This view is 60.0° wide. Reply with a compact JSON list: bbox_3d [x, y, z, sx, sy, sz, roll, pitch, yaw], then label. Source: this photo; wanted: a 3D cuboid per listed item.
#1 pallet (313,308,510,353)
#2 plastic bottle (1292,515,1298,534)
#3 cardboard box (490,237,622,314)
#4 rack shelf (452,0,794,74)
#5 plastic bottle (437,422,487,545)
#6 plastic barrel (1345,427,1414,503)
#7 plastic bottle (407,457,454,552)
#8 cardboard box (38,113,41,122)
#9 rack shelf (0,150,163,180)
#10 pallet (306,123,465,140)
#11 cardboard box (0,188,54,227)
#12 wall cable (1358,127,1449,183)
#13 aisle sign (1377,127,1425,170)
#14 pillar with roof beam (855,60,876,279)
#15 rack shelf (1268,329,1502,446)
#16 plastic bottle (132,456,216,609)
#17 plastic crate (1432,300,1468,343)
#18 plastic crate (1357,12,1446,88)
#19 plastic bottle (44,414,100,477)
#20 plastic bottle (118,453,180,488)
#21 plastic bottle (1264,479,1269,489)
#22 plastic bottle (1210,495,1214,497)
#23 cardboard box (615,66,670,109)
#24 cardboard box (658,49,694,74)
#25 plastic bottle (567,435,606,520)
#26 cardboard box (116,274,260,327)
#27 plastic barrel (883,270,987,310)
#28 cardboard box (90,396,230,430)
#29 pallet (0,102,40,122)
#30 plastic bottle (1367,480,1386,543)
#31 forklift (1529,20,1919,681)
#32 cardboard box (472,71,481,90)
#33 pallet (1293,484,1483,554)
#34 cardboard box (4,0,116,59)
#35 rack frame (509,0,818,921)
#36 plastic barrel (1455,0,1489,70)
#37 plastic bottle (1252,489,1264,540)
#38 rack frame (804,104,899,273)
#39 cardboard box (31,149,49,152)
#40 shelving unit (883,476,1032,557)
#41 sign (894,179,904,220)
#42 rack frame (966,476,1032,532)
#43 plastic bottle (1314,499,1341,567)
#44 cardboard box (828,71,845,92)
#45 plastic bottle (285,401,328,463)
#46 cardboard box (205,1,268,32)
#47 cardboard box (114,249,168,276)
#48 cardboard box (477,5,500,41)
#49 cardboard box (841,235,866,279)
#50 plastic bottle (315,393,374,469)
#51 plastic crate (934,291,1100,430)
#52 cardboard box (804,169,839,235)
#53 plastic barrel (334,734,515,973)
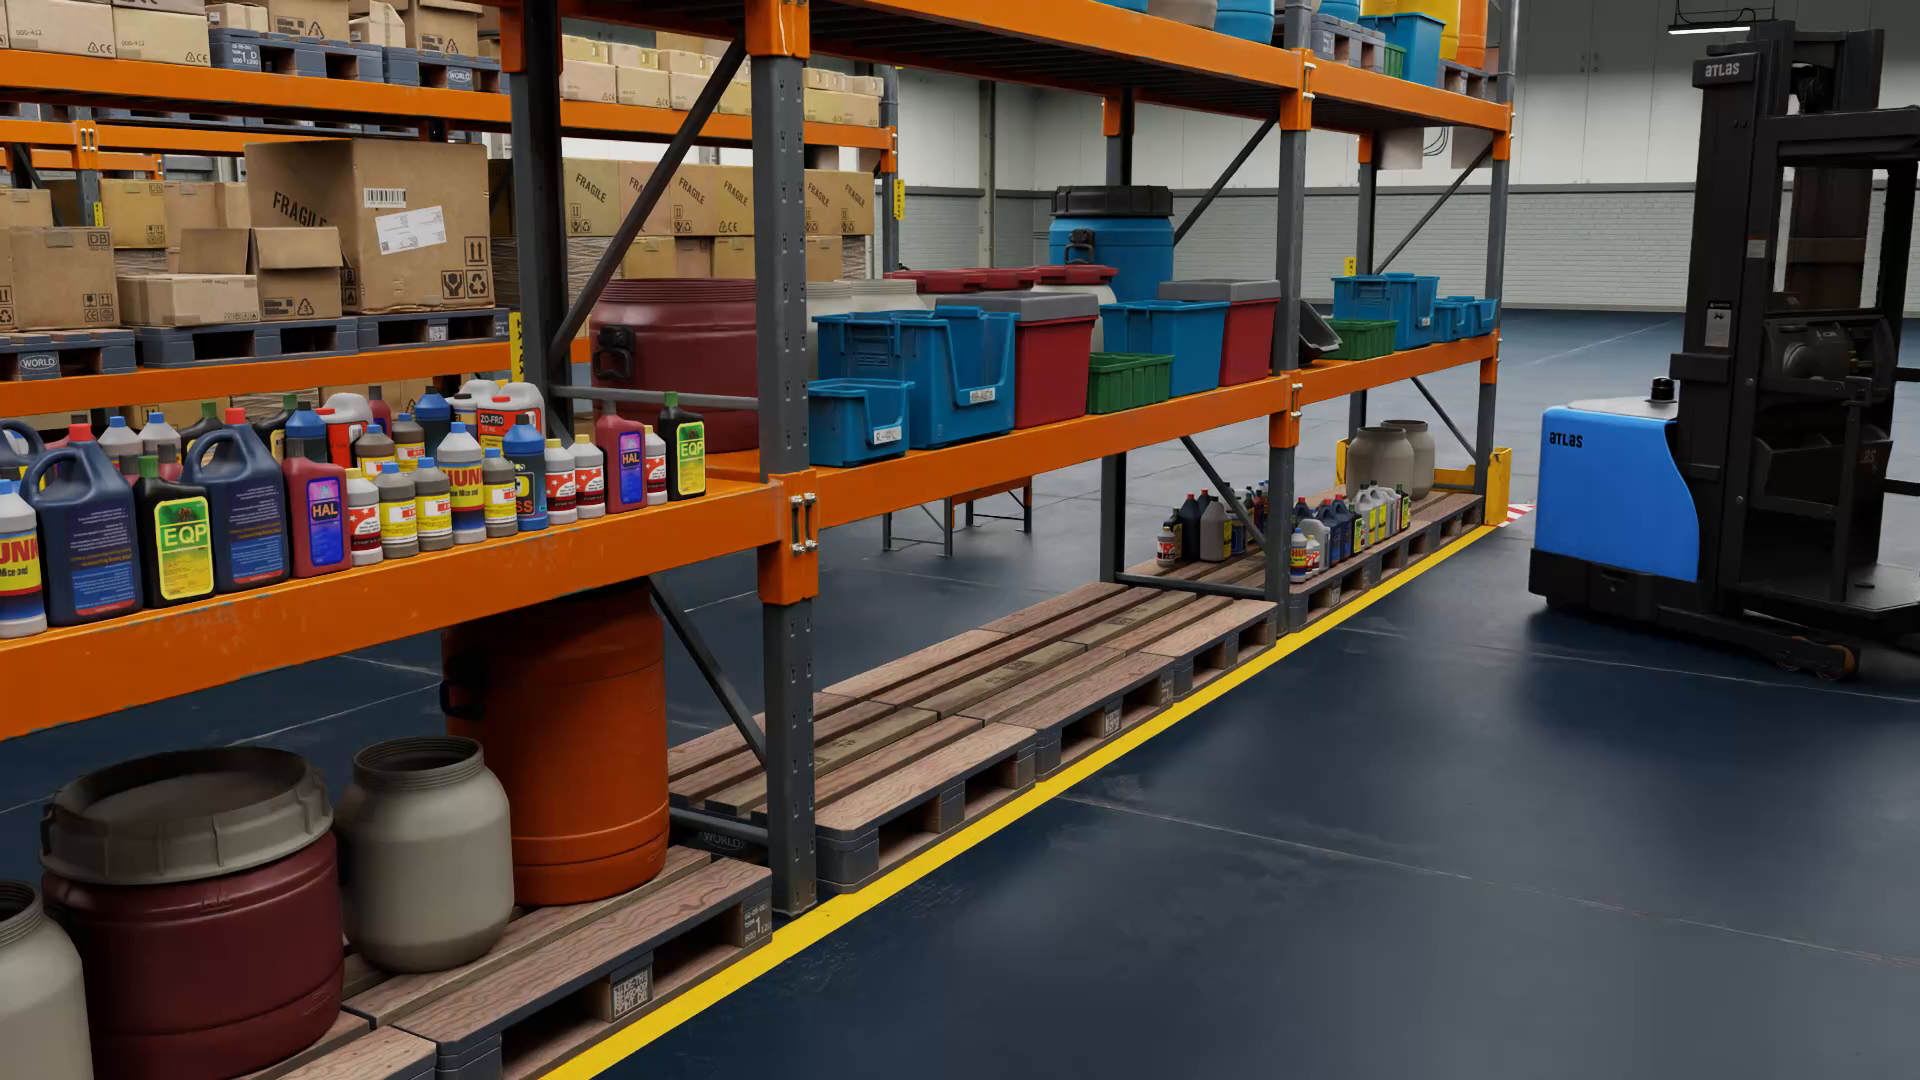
[{"bbox_3d":[-3.564,-1.314,10.259,1.003,0.211,1.213,6,12,31],"label":"pallet"},{"bbox_3d":[1.783,0.005,8.874,0.061,0.283,0.133,6,12,31],"label":"plastic bottle"},{"bbox_3d":[-2.757,-1.775,11.119,0.875,0.500,0.500,6,12,31],"label":"cardboard box"},{"bbox_3d":[-1.925,-1.219,3.031,1.077,0.370,4.000,6,12,31],"label":"rack shelf"},{"bbox_3d":[-1.130,-0.131,3.767,0.097,0.271,0.097,0,11,0],"label":"plastic bottle"},{"bbox_3d":[2.730,-0.465,10.819,0.421,0.512,0.421,0,11,0],"label":"plastic barrel"},{"bbox_3d":[-1.180,-0.081,3.691,0.097,0.201,0.097,0,11,0],"label":"plastic bottle"},{"bbox_3d":[-9.999,-4.370,17.509,0.500,0.250,0.500,7,13,32],"label":"cardboard box"},{"bbox_3d":[-10.475,-3.897,17.336,1.077,0.370,4.000,6,12,31],"label":"rack shelf"},{"bbox_3d":[-5.529,-3.947,15.889,1.003,0.211,1.213,6,12,31],"label":"pallet"},{"bbox_3d":[-7.483,-2.467,12.904,0.700,0.500,0.500,6,12,30],"label":"cardboard box"},{"bbox_3d":[11.528,-12.307,42.910,2.305,6.003,0.169,6,12,31],"label":"wall cable"},{"bbox_3d":[3.054,-2.988,11.612,0.394,0.787,0.004,6,12,31],"label":"aisle sign"},{"bbox_3d":[1.327,-9.853,39.044,9.100,9.000,0.548,6,12,31],"label":"pillar with roof beam"},{"bbox_3d":[2.228,-1.003,10.028,1.077,0.370,4.000,6,12,31],"label":"rack shelf"},{"bbox_3d":[-1.491,-0.021,3.147,0.061,0.283,0.133,6,12,31],"label":"plastic bottle"},{"bbox_3d":[2.920,-1.389,10.539,0.499,0.251,0.408,6,12,31],"label":"plastic crate"},{"bbox_3d":[2.534,-2.809,9.611,0.392,0.384,0.575,6,12,31],"label":"plastic crate"},{"bbox_3d":[-2.027,-0.141,3.786,0.061,0.283,0.133,6,12,31],"label":"plastic bottle"},{"bbox_3d":[-1.543,-0.027,3.178,0.061,0.283,0.133,6,12,31],"label":"plastic bottle"},{"bbox_3d":[1.881,-0.237,10.200,0.097,0.271,0.097,0,11,0],"label":"plastic bottle"},{"bbox_3d":[1.427,-0.111,9.498,0.061,0.283,0.133,7,13,34],"label":"plastic bottle"},{"bbox_3d":[-2.320,-3.046,11.241,0.500,0.250,0.500,6,12,30],"label":"cardboard box"},{"bbox_3d":[-2.069,-3.298,11.508,0.380,0.149,0.250,6,12,30],"label":"cardboard box"},{"bbox_3d":[-0.928,-0.158,4.100,0.097,0.201,0.097,0,11,0],"label":"plastic bottle"},{"bbox_3d":[-4.053,-1.260,8.714,0.500,0.250,0.500,6,12,29],"label":"cardboard box"},{"bbox_3d":[-0.100,-0.796,6.597,0.433,0.535,0.433,0,11,0],"label":"plastic barrel"},{"bbox_3d":[-6.844,-1.259,14.074,0.875,0.875,0.875,7,12,32],"label":"cardboard box"},{"bbox_3d":[-7.664,-3.236,12.371,0.805,0.209,1.217,6,12,28],"label":"pallet"},{"bbox_3d":[2.379,-0.169,9.623,0.144,0.351,0.185,7,13,33],"label":"plastic bottle"},{"bbox_3d":[4.234,-0.901,7.714,1.130,2.935,3.031,-6,12,-29],"label":"forklift"},{"bbox_3d":[-3.030,-3.012,11.063,0.500,0.250,0.500,7,13,33],"label":"cardboard box"},{"bbox_3d":[2.841,-0.156,11.131,1.003,0.211,1.213,6,12,31],"label":"pallet"},{"bbox_3d":[-4.392,-2.417,7.882,0.500,0.250,0.500,7,13,32],"label":"cardboard box"},{"bbox_3d":[-0.887,-0.413,4.921,1.000,3.000,0.127,6,12,31],"label":"rack frame"},{"bbox_3d":[3.123,-3.474,10.814,0.600,0.830,0.708,6,12,31],"label":"plastic barrel"},{"bbox_3d":[1.724,-0.148,9.692,0.061,0.283,0.133,6,12,31],"label":"plastic bottle"},{"bbox_3d":[-0.967,-2.144,14.169,1.000,3.000,0.127,6,12,31],"label":"rack frame"},{"bbox_3d":[-9.928,-4.201,17.687,0.380,0.149,0.250,6,12,30],"label":"cardboard box"},{"bbox_3d":[-0.004,-0.552,10.759,0.538,1.125,1.048,6,12,31],"label":"shelving unit"},{"bbox_3d":[-0.503,-2.812,13.733,0.100,0.325,0.005,6,12,31],"label":"sign"},{"bbox_3d":[0.260,-0.632,11.187,0.500,1.125,0.032,6,12,31],"label":"rack frame"},{"bbox_3d":[1.964,-0.043,8.951,0.144,0.351,0.185,7,13,32],"label":"plastic bottle"},{"bbox_3d":[-1.128,-3.584,13.033,0.380,0.149,0.250,6,12,28],"label":"cardboard box"},{"bbox_3d":[-1.660,-0.218,4.231,0.097,0.271,0.097,0,11,0],"label":"plastic bottle"},{"bbox_3d":[-3.931,-2.776,8.889,0.380,0.166,0.250,6,12,29],"label":"cardboard box"},{"bbox_3d":[-7.049,-2.137,13.727,0.875,0.550,0.550,6,12,31],"label":"cardboard box"},{"bbox_3d":[-3.028,-3.525,10.958,0.500,0.500,0.500,6,12,29],"label":"cardboard box"},{"bbox_3d":[-1.276,-2.255,13.684,0.875,0.500,0.500,6,12,31],"label":"cardboard box"},{"bbox_3d":[-1.628,-0.242,4.345,0.152,0.276,0.135,6,12,31],"label":"plastic bottle"},{"bbox_3d":[0.214,-0.669,6.116,0.402,0.464,0.583,6,12,31],"label":"plastic crate"},{"bbox_3d":[-1.296,-2.641,13.029,0.500,0.500,0.500,6,12,31],"label":"cardboard box"},{"bbox_3d":[-1.343,0.780,4.172,0.421,0.512,0.421,0,11,0],"label":"plastic barrel"}]
